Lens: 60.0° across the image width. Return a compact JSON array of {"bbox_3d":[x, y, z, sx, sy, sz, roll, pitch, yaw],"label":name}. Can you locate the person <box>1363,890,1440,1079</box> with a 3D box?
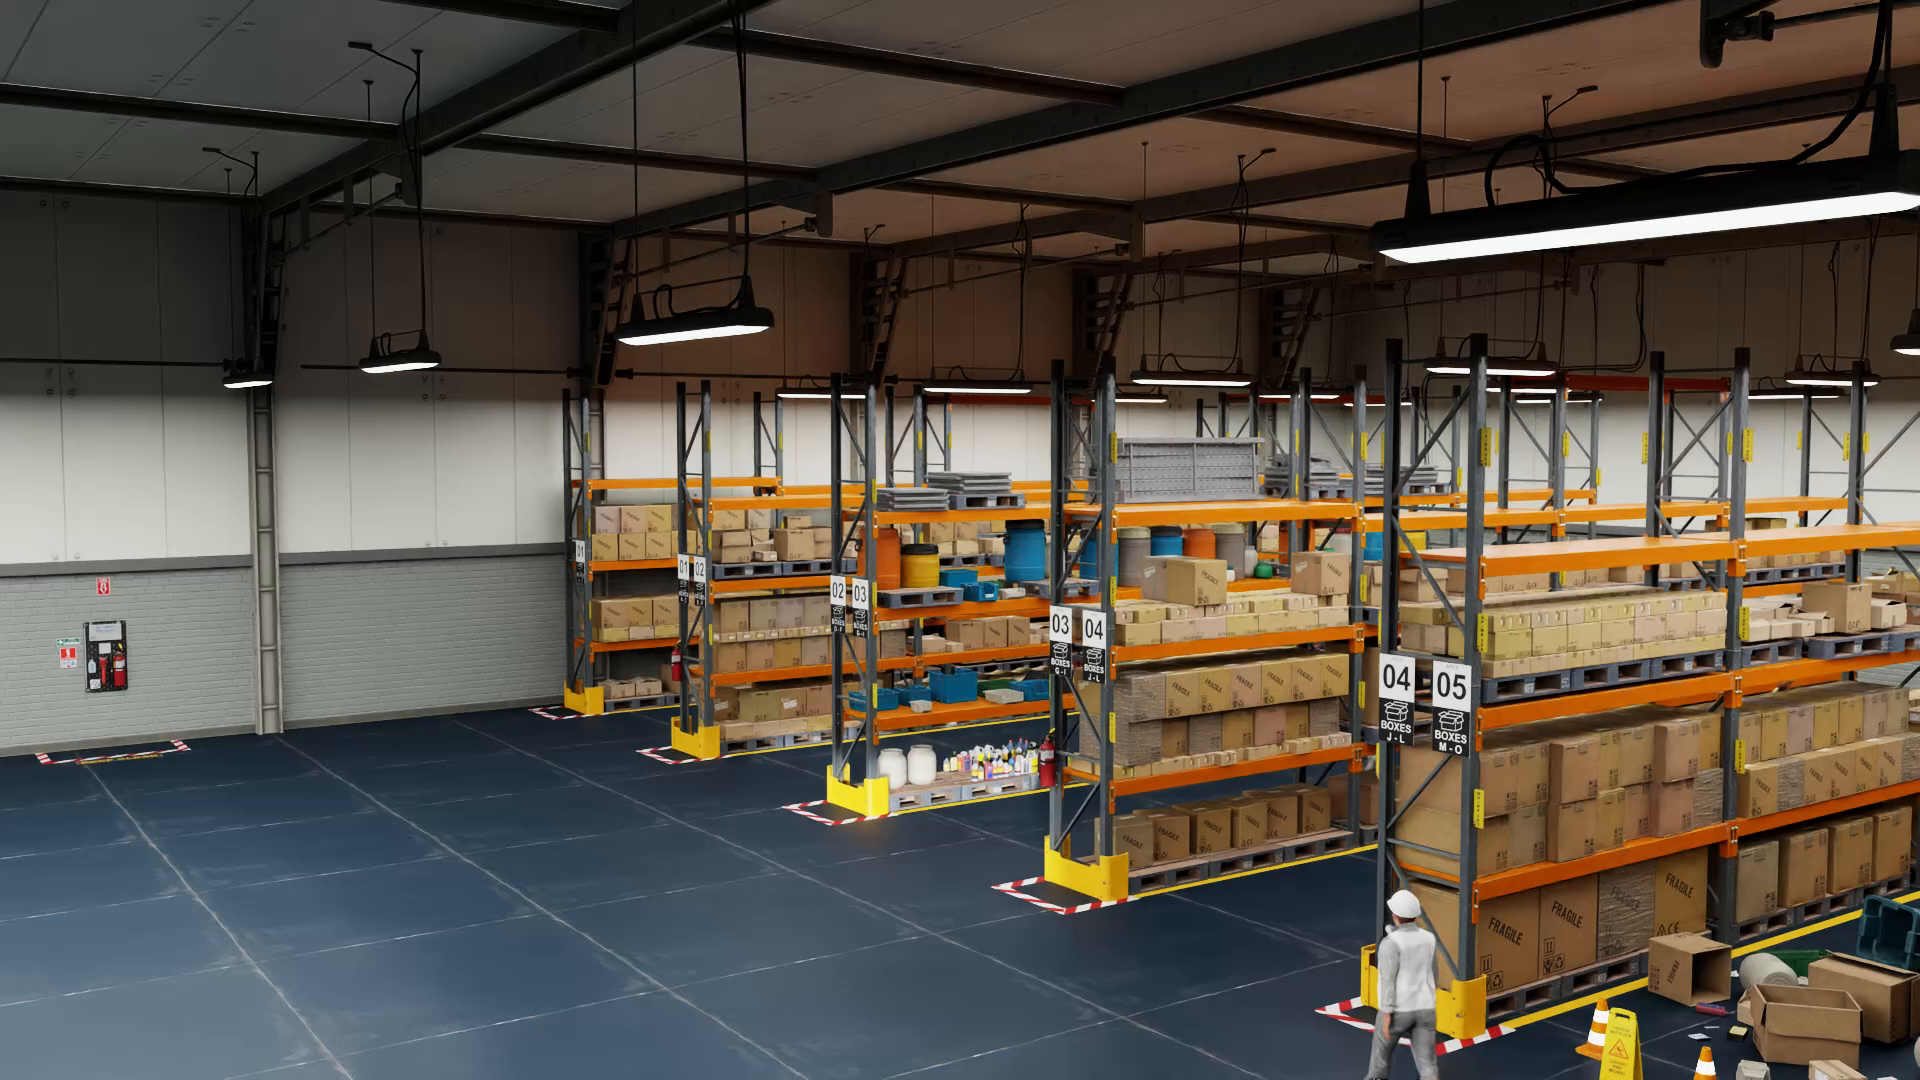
[{"bbox_3d":[3.346,3.479,12.512,0.565,1.706,1.029,-1,4,-14],"label":"person"}]

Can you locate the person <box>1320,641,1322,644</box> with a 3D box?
[{"bbox_3d":[8.551,1.871,39.069,0.430,1.610,0.448,-2,4,-33],"label":"person"}]

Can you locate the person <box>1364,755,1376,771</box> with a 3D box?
[{"bbox_3d":[6.209,2.736,24.911,0.521,1.673,0.500,-3,5,-36],"label":"person"}]

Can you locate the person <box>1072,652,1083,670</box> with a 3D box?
[{"bbox_3d":[2.736,1.986,35.722,0.733,1.787,0.582,0,4,5],"label":"person"}]

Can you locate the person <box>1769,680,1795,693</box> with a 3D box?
[{"bbox_3d":[11.971,2.748,24.216,1.093,1.714,0.686,-3,5,-38],"label":"person"}]
